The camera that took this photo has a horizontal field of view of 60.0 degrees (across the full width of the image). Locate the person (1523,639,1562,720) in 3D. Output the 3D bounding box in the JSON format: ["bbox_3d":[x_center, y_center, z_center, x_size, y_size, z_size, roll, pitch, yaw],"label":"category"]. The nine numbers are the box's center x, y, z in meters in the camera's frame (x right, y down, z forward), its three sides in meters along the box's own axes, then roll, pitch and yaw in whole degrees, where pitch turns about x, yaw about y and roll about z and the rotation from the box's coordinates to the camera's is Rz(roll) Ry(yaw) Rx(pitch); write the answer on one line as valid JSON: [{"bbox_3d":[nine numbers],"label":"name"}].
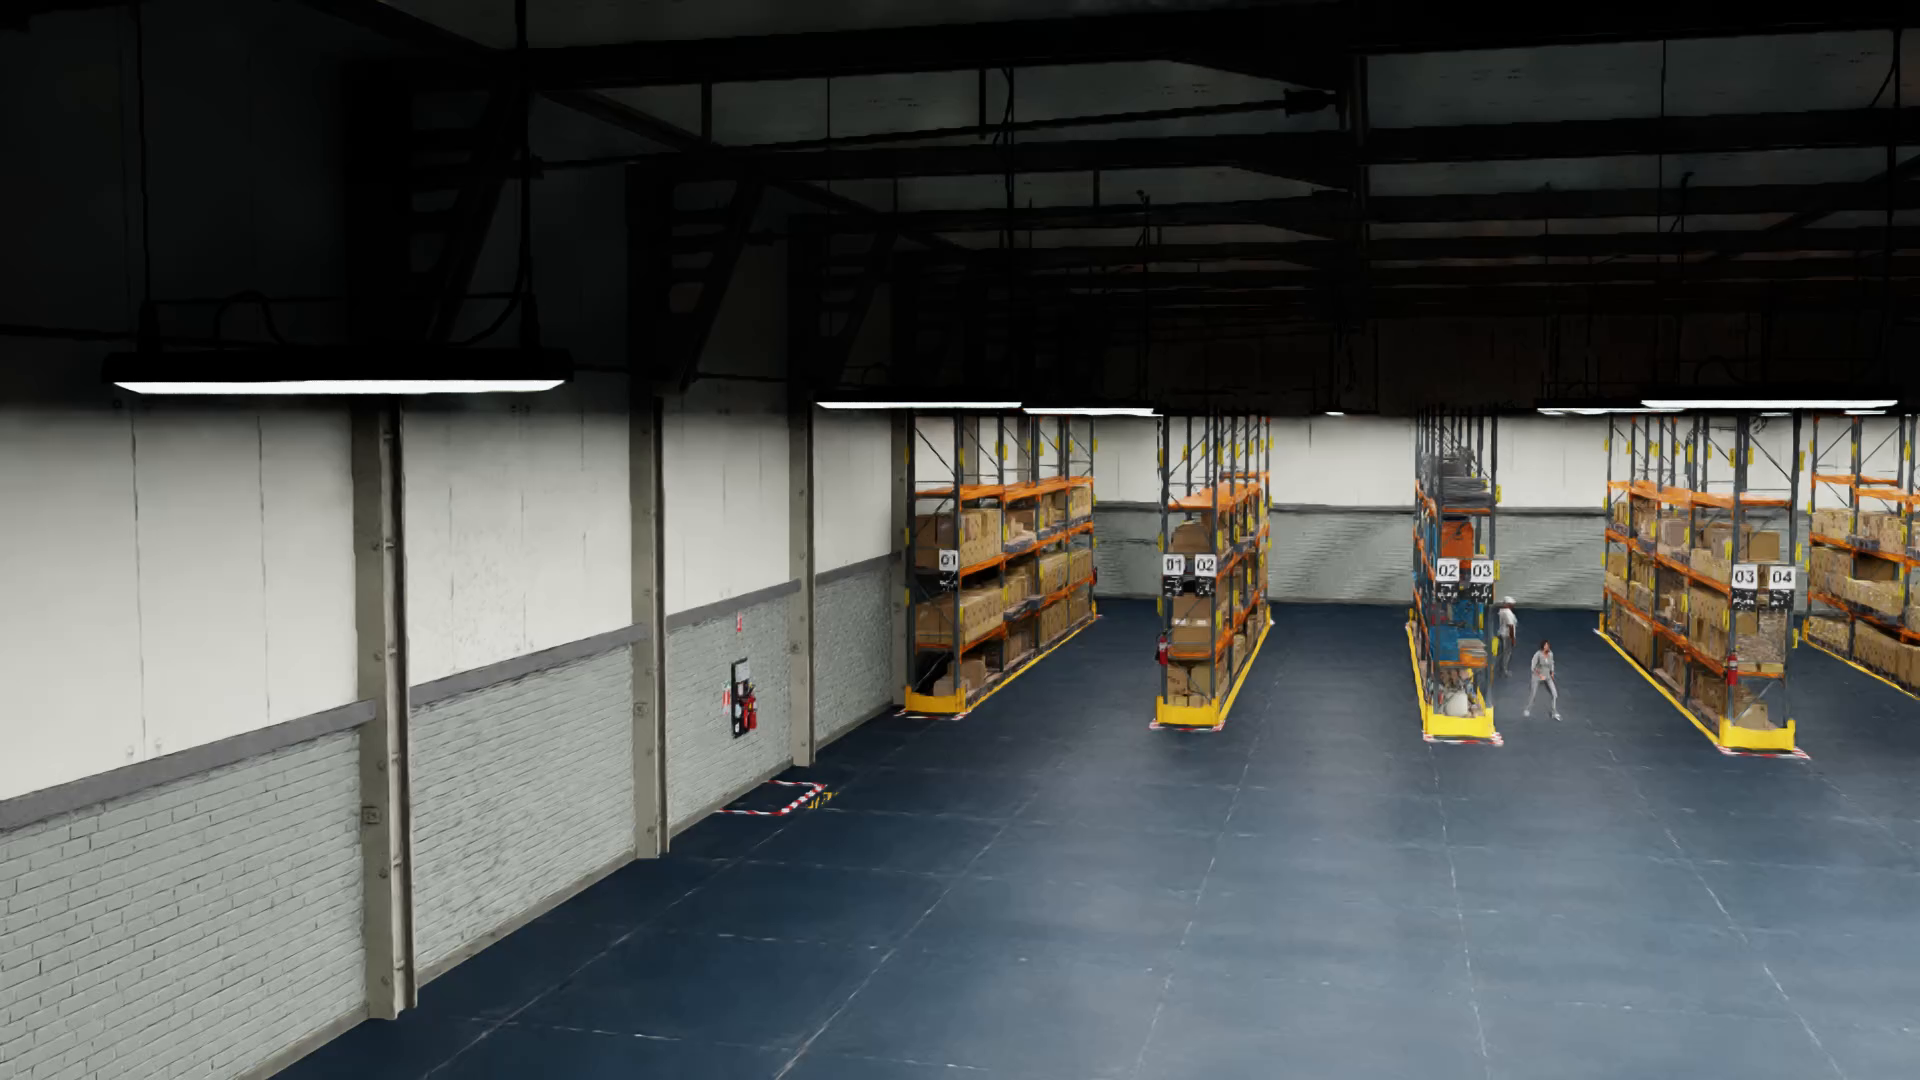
[{"bbox_3d":[11.123,2.634,31.771,0.562,1.527,0.782,0,4,-3],"label":"person"}]

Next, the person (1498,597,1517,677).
[{"bbox_3d":[12.165,2.137,36.920,0.391,1.759,0.673,0,4,-2],"label":"person"}]
